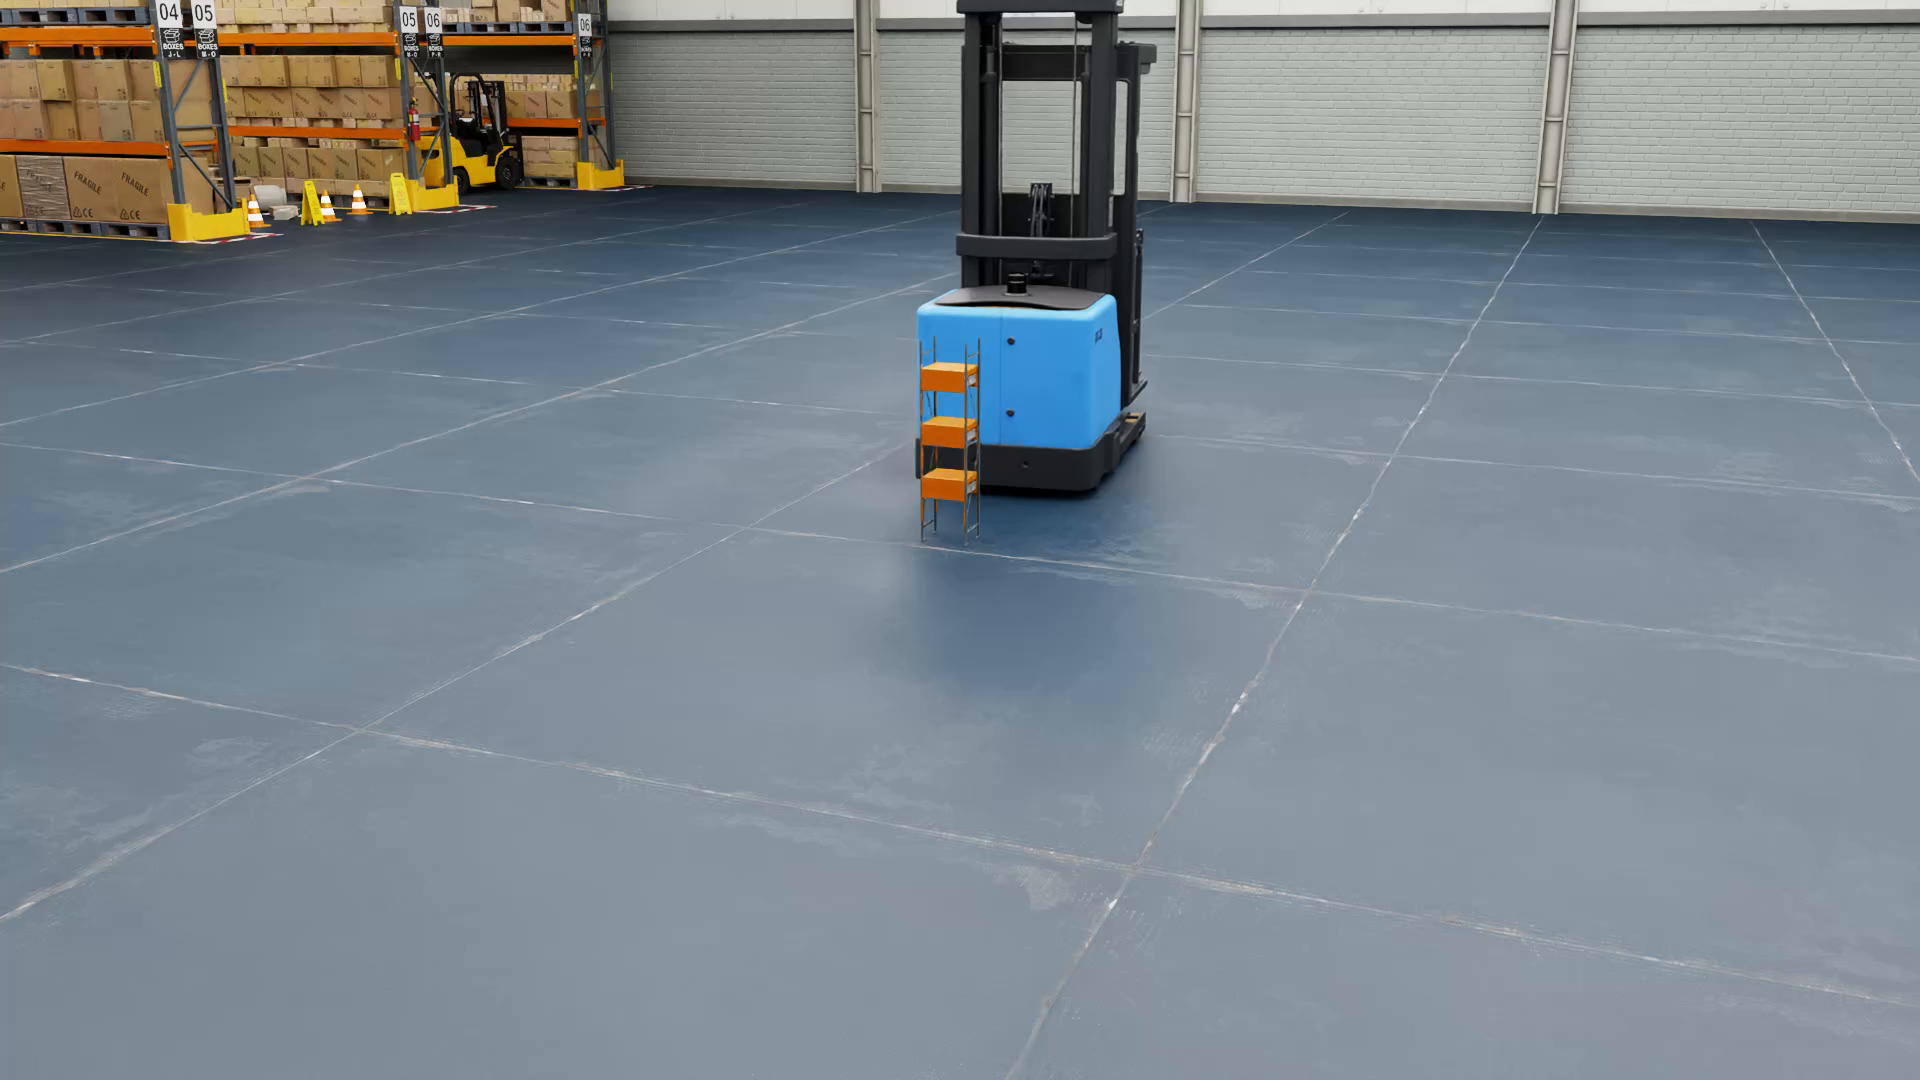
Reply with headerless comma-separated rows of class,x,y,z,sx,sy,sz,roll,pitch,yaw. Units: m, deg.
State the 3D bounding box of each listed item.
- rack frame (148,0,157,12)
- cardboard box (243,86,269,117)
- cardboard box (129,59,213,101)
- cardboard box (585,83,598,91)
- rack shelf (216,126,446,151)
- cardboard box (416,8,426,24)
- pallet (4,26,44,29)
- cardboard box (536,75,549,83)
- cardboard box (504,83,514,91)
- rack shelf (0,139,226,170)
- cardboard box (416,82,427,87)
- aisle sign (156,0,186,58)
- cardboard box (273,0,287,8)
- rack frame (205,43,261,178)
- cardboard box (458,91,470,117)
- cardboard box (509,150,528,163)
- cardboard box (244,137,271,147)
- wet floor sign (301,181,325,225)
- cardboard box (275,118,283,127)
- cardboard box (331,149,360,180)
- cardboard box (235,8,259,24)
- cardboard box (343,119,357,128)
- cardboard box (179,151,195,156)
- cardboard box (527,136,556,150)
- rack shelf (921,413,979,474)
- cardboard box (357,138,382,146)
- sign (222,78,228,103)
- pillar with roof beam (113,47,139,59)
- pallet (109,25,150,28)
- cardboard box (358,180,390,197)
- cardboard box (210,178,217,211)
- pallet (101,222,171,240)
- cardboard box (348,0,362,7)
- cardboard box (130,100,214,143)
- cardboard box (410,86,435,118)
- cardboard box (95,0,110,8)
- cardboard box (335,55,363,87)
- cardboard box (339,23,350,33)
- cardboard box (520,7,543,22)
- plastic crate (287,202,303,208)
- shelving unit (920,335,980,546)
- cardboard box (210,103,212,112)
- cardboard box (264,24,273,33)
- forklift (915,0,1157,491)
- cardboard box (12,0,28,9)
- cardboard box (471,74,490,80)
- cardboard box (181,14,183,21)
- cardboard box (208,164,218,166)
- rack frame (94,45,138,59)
rack frame,-10.500,-8.565,22.035,0.127,3.000,1.000,6,17,21
cardboard box,-11.716,-7.415,28.124,0.500,0.500,0.500,6,17,20
cardboard box,-10.831,-6.322,22.866,0.550,0.550,0.875,6,17,21
cardboard box,-7.181,-8.727,32.012,0.250,0.149,0.380,6,17,19
rack shelf,-10.638,-6.837,28.135,4.000,0.370,1.077,6,17,21
cardboard box,-9.148,-8.610,27.306,0.500,0.250,0.500,6,17,20
pallet,-16.838,-9.198,29.936,1.003,0.211,1.213,7,18,23
cardboard box,-7.865,-8.787,31.685,0.250,0.149,0.380,7,17,22
cardboard box,-8.588,-8.713,31.963,0.250,0.149,0.380,6,17,21
rack shelf,-12.361,-5.543,23.677,4.000,0.370,1.077,6,17,21
cardboard box,-10.481,-8.934,32.723,0.250,0.149,0.380,6,17,20
aisle sign,-10.544,-6.847,22.216,0.004,0.787,0.394,6,17,21
cardboard box,-11.094,-8.854,27.432,0.250,0.149,0.380,6,17,20
rack frame,-12.499,-7.387,28.739,0.127,3.000,1.000,6,17,21
cardboard box,-9.402,-8.509,32.425,0.500,0.500,0.500,6,17,20
cardboard box,-8.478,-7.457,32.262,0.500,0.250,0.500,6,17,19
cardboard box,-11.955,-6.781,28.322,0.250,0.149,0.380,7,17,21
wet floor sign,-9.747,-5.064,24.959,0.232,0.644,0.267,3,17,11
cardboard box,-11.335,-7.066,28.083,0.250,0.149,0.380,6,17,20
cardboard box,-10.106,-6.286,27.780,0.500,0.500,0.500,7,18,23
cardboard box,-11.707,-8.732,27.727,0.500,0.250,0.500,6,17,20
cardboard box,-9.962,-6.887,27.469,0.250,0.149,0.380,7,17,22
cardboard box,-16.314,-8.228,35.365,0.500,0.500,0.500,6,17,19
cardboard box,-7.980,-7.644,32.009,0.500,0.250,0.500,7,17,22
rack shelf,-0.050,-0.499,8.549,0.240,0.259,0.215,6,17,21
cardboard box,-11.890,-7.868,33.901,0.625,0.625,0.875,6,17,20
sign,-10.291,-6.281,23.234,0.005,0.325,0.100,6,17,21
pillar with roof beam,-20.020,-11.563,32.362,0.400,9.000,9.100,6,17,21
pallet,-14.000,-8.934,29.022,1.003,0.211,1.213,6,17,21
cardboard box,-9.651,-5.874,27.707,0.500,0.250,0.500,6,17,20
cardboard box,-12.214,-5.461,26.338,0.503,0.637,0.797,6,17,21
pallet,-11.273,-4.406,23.472,1.213,0.211,1.003,6,17,21
cardboard box,-9.671,-8.696,26.889,0.250,0.149,0.380,6,17,20
cardboard box,-10.862,-5.782,22.941,0.550,0.550,0.875,6,17,21
cardboard box,-9.117,-7.289,27.689,0.500,0.500,0.500,6,17,20
cardboard box,-11.407,-7.252,22.410,0.250,0.149,0.380,7,17,21
cardboard box,-9.801,-7.698,27.305,0.500,0.500,0.700,6,17,21
cardboard box,-9.902,-8.358,27.154,0.250,0.149,0.380,6,17,21
cardboard box,-8.078,-9.923,31.403,0.258,0.266,0.396,6,17,21
plastic crate,-11.339,-5.612,27.860,0.583,0.080,0.402,0,16,1
shelving unit,-0.050,-0.510,8.546,0.252,1.050,0.215,6,17,21
cardboard box,-13.079,-7.449,28.650,0.250,0.149,0.380,7,17,21
cardboard box,-11.342,-8.507,27.668,0.250,0.149,0.380,6,17,19
forklift,0.609,-2.054,10.492,1.130,2.935,3.031,4,17,14
cardboard box,-12.822,-7.407,22.947,0.250,0.149,0.380,6,17,21
cardboard box,-9.266,-8.956,32.268,0.250,0.149,0.380,6,17,20
cardboard box,-13.095,-8.979,28.360,0.500,0.250,0.500,6,17,20
cardboard box,-13.658,-6.453,29.480,0.625,0.372,0.950,7,18,24
rack frame,-18.123,-9.493,35.994,0.127,3.000,1.000,6,17,21
